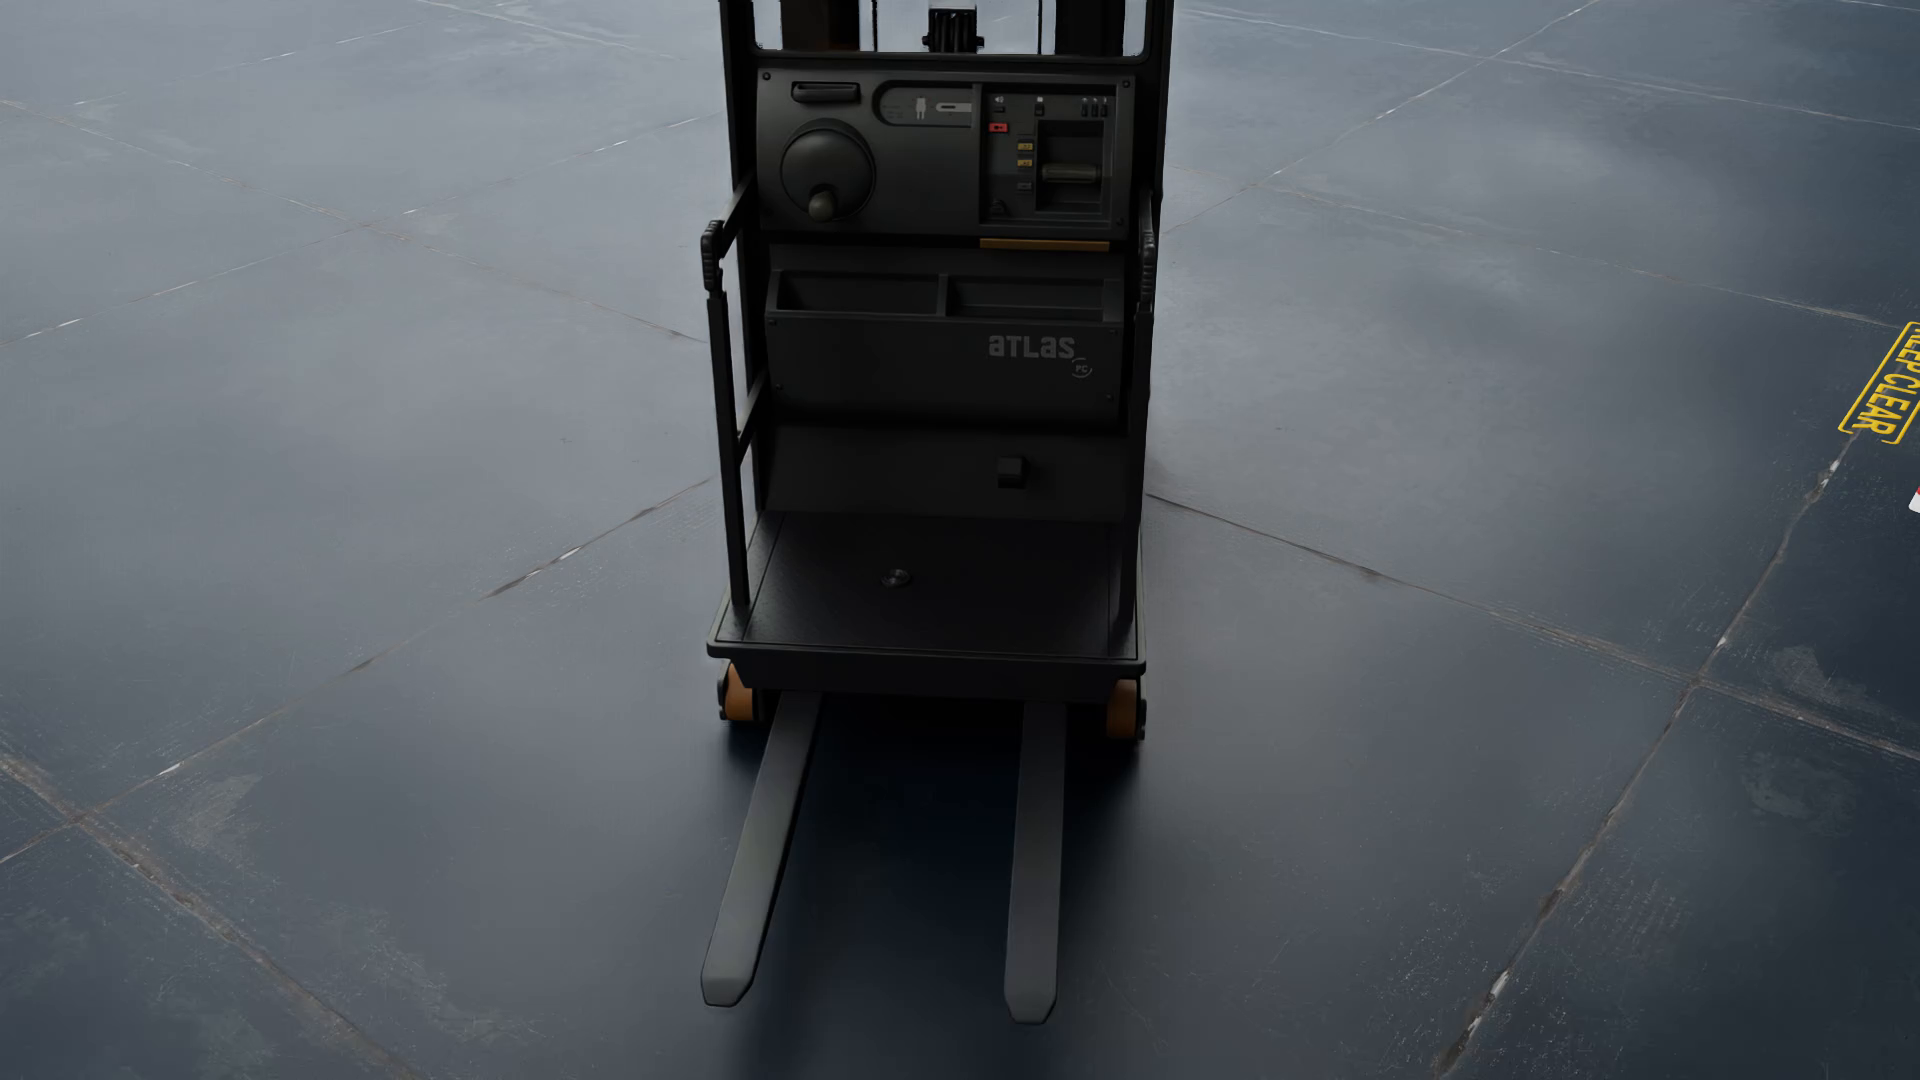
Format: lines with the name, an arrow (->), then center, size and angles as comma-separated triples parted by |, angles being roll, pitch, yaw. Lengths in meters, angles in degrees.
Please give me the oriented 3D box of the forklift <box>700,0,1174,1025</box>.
forklift -> -0.063, -0.913, 3.916 | 1.110, 2.935, 3.031 | 2, 31, 4
